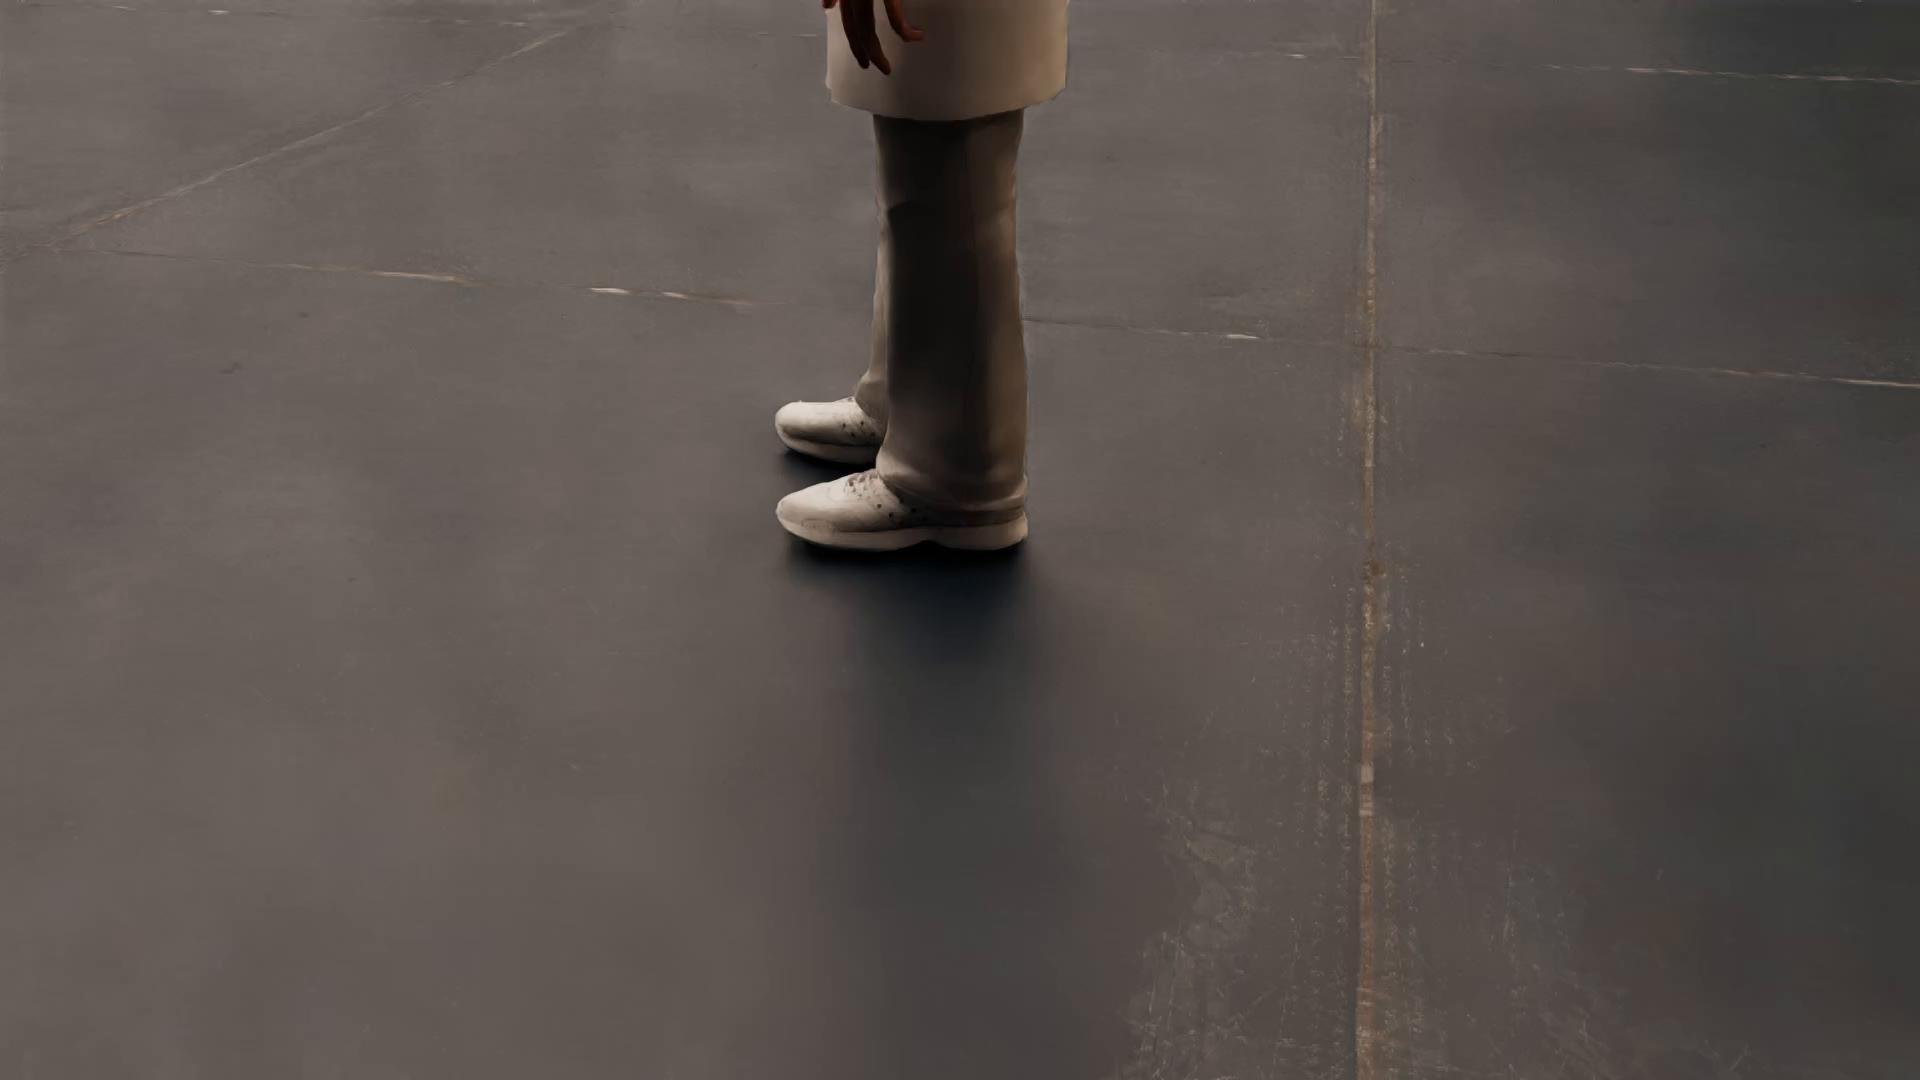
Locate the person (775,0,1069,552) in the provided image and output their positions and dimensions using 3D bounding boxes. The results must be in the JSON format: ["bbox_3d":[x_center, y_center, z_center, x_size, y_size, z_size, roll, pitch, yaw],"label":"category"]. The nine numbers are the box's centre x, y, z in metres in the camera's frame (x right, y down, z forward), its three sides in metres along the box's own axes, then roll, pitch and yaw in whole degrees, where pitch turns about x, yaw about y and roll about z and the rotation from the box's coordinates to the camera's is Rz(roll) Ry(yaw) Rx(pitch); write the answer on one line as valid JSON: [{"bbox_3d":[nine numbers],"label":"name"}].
[{"bbox_3d":[-0.088,-0.811,2.118,0.579,1.776,0.694,6,27,11],"label":"person"}]
